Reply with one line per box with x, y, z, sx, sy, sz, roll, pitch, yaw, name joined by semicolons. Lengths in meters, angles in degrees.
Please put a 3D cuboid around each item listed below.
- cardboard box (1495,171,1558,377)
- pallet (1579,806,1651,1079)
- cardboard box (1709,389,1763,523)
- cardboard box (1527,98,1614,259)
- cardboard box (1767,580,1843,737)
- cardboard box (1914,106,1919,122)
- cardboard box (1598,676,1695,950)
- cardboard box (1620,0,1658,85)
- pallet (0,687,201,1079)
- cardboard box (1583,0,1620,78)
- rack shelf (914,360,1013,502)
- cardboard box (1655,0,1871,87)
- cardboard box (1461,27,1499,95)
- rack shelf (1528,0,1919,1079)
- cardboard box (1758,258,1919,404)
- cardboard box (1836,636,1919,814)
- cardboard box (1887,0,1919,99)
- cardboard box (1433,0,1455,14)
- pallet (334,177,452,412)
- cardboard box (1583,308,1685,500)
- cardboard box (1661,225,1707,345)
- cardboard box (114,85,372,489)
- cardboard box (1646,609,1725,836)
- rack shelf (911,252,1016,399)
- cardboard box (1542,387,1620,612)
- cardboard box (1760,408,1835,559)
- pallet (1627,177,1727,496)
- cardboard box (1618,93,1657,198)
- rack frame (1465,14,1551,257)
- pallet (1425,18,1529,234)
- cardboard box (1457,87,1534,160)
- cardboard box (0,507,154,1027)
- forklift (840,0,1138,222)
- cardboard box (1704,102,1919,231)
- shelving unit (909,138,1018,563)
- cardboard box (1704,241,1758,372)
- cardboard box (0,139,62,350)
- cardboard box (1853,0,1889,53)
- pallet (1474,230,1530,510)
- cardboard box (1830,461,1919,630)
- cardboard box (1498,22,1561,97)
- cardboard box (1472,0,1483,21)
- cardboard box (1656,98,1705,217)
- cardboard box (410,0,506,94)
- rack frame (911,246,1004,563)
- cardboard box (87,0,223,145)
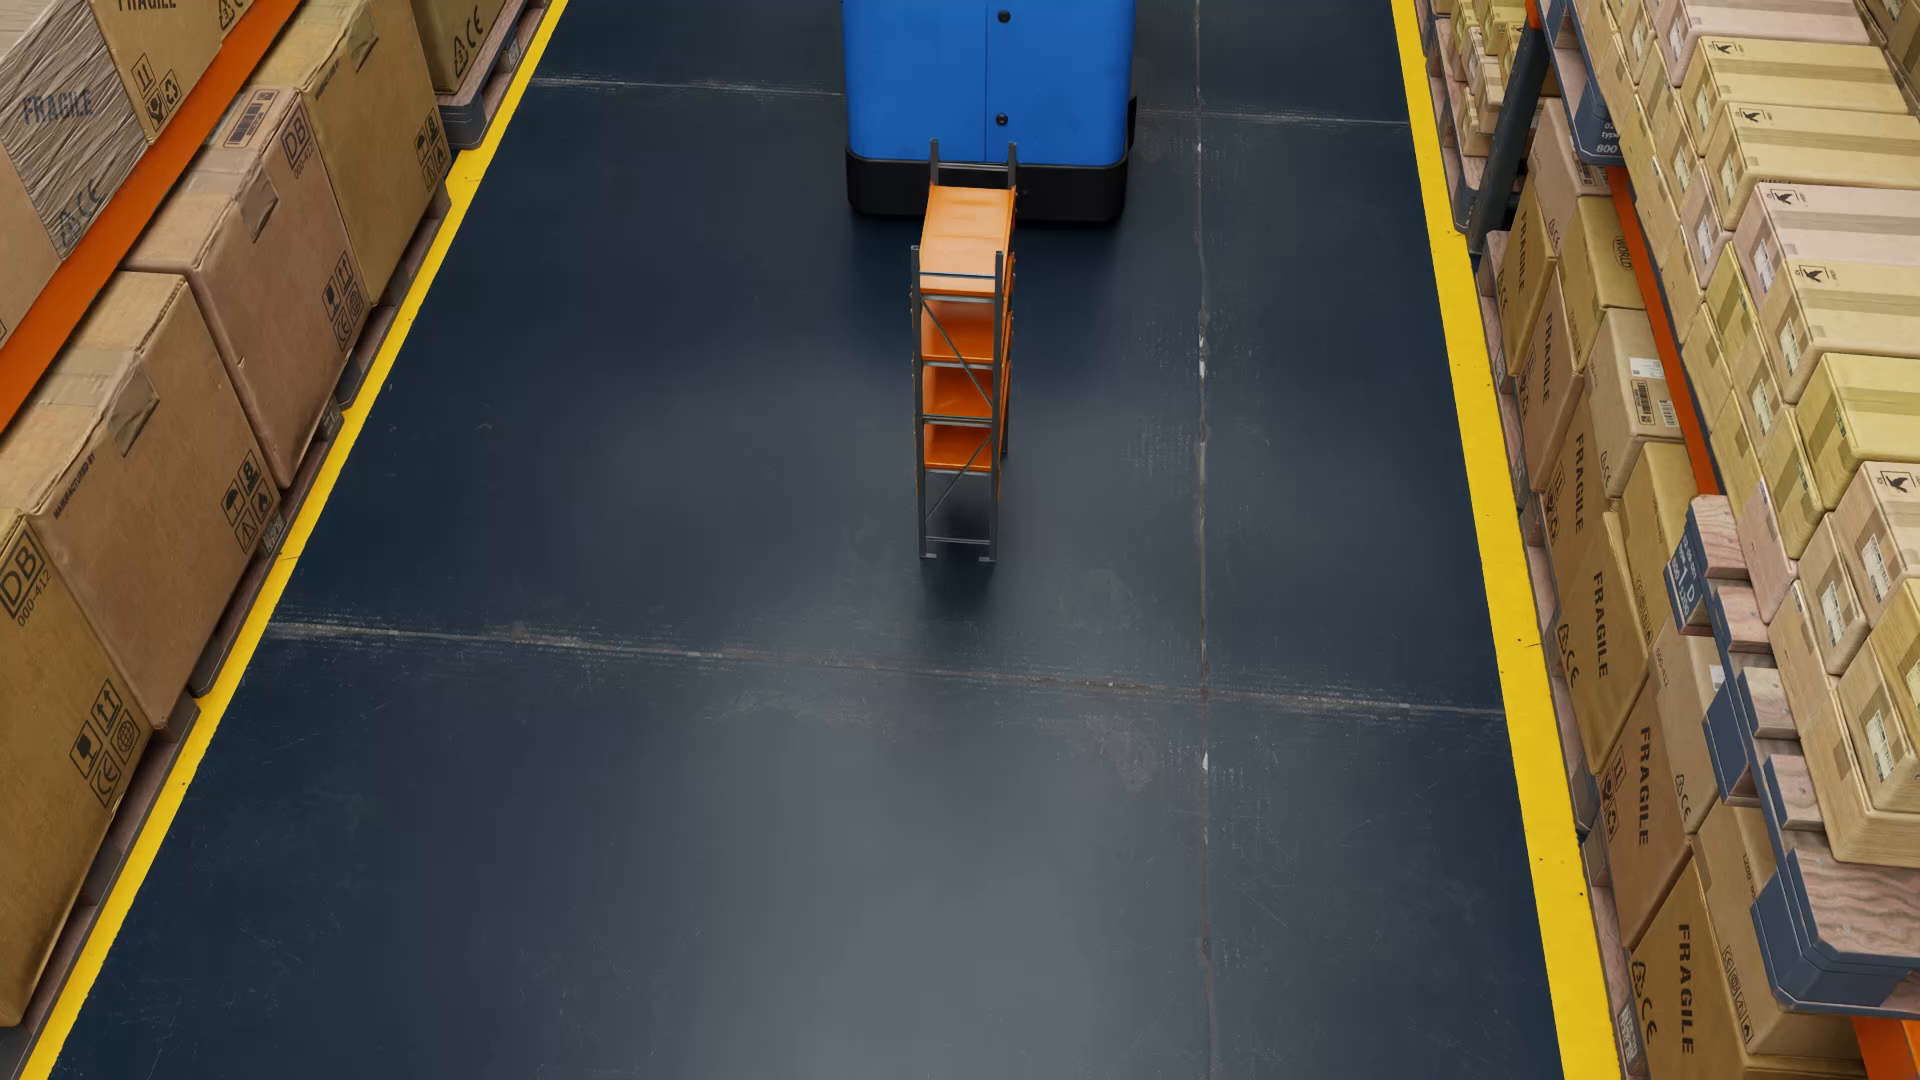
2.076;-0.860;5.413;0.500;0.500;0.500;6;48;5;cardboard box
2.115;1.219;3.992;1.003;0.211;1.213;4;48;4;pallet
1.704;-0.152;3.242;0.380;0.149;0.250;3;48;3;cardboard box
2.077;-1.113;5.136;0.500;0.250;0.500;2;48;2;cardboard box
1.654;0.220;2.902;0.380;0.149;0.250;4;48;3;cardboard box
2.453;-0.881;3.909;0.380;0.149;0.250;6;48;5;cardboard box
1.893;0.672;4.012;0.500;0.500;0.500;6;48;5;cardboard box
1.823;-1.216;4.014;0.380;0.149;0.250;6;48;5;cardboard box
-2.740;0.811;4.365;1.003;0.211;1.213;4;48;4;pallet
1.843;-1.313;4.304;0.380;0.149;0.250;4;48;4;cardboard box
0.015;-0.347;5.115;0.258;0.148;0.480;4;48;4;rack shelf
1.797;-1.136;3.739;0.380;0.149;0.250;5;48;5;cardboard box
2.132;-1.820;6.327;0.380;0.149;0.250;2;48;2;cardboard box
2.225;-0.375;4.047;1.077;0.370;4.000;4;48;4;rack shelf
1.701;-0.370;3.038;0.380;0.149;0.250;5;48;5;cardboard box
1.634;0.301;2.626;0.380;0.149;0.250;5;48;4;cardboard box
2.474;-1.171;3.972;0.380;0.149;0.250;2;48;2;cardboard box
2.198;-2.338;7.003;0.380;0.149;0.250;4;48;3;cardboard box
-2.518;-0.982;6.005;1.003;0.211;1.213;4;48;4;pallet
1.980;-0.347;4.436;0.500;0.250;0.500;6;48;5;cardboard box
1.752;-0.540;3.597;0.380;0.149;0.250;5;48;5;cardboard box
-2.642;-0.791;5.096;1.225;0.875;0.875;2;48;2;cardboard box
1.879;0.409;3.744;0.500;0.250;0.500;4;48;4;cardboard box
0.015;-0.632;4.803;0.258;0.148;0.480;4;48;4;rack shelf
1.995;-0.085;4.705;0.500;0.500;0.500;5;48;4;cardboard box
1.678;-0.088;2.982;0.380;0.149;0.250;5;48;4;cardboard box
2.182;-0.540;3.841;1.003;0.211;1.213;4;48;4;pallet
1.800;-0.926;3.949;0.380;0.149;0.250;3;48;3;cardboard box
2.407;-2.087;5.126;1.000;3.000;0.127;4;48;4;rack frame
2.433;-1.642;6.609;1.003;0.211;1.213;4;48;4;pallet
2.104;-1.578;6.308;0.380;0.149;0.250;4;48;4;cardboard box
-2.804;0.514;3.902;1.225;0.875;0.875;2;48;2;cardboard box
0.179;-3.268;6.253;1.130;2.935;3.031;2;48;2;forklift
1.751;-0.746;3.382;0.380;0.149;0.250;6;48;5;cardboard box
0.015;-0.527;4.919;0.258;1.200;0.503;4;48;4;shelving unit
1.727;-0.455;3.318;0.380;0.149;0.250;4;48;3;cardboard box
-2.484;-0.684;3.775;0.500;0.500;0.500;3;48;3;cardboard box
2.497;-1.281;4.274;0.380;0.149;0.250;2;48;2;cardboard box
2.338;-0.574;5.632;1.003;0.211;1.213;4;48;4;pallet
1.656;0.019;2.682;0.380;0.149;0.250;3;48;3;cardboard box
2.181;-1.746;6.059;0.380;0.149;0.250;5;48;5;cardboard box
2.180;-2.120;6.401;0.380;0.149;0.250;3;48;3;cardboard box
1.773;-0.836;3.666;0.380;0.149;0.250;3;48;3;cardboard box
-2.383;-2.399;6.567;0.875;0.875;0.875;4;48;4;cardboard box
-0.007;-0.347;4.755;0.240;1.200;0.015;4;48;4;rack frame
-2.386;-1.419;4.447;0.500;0.500;0.500;3;48;3;cardboard box
